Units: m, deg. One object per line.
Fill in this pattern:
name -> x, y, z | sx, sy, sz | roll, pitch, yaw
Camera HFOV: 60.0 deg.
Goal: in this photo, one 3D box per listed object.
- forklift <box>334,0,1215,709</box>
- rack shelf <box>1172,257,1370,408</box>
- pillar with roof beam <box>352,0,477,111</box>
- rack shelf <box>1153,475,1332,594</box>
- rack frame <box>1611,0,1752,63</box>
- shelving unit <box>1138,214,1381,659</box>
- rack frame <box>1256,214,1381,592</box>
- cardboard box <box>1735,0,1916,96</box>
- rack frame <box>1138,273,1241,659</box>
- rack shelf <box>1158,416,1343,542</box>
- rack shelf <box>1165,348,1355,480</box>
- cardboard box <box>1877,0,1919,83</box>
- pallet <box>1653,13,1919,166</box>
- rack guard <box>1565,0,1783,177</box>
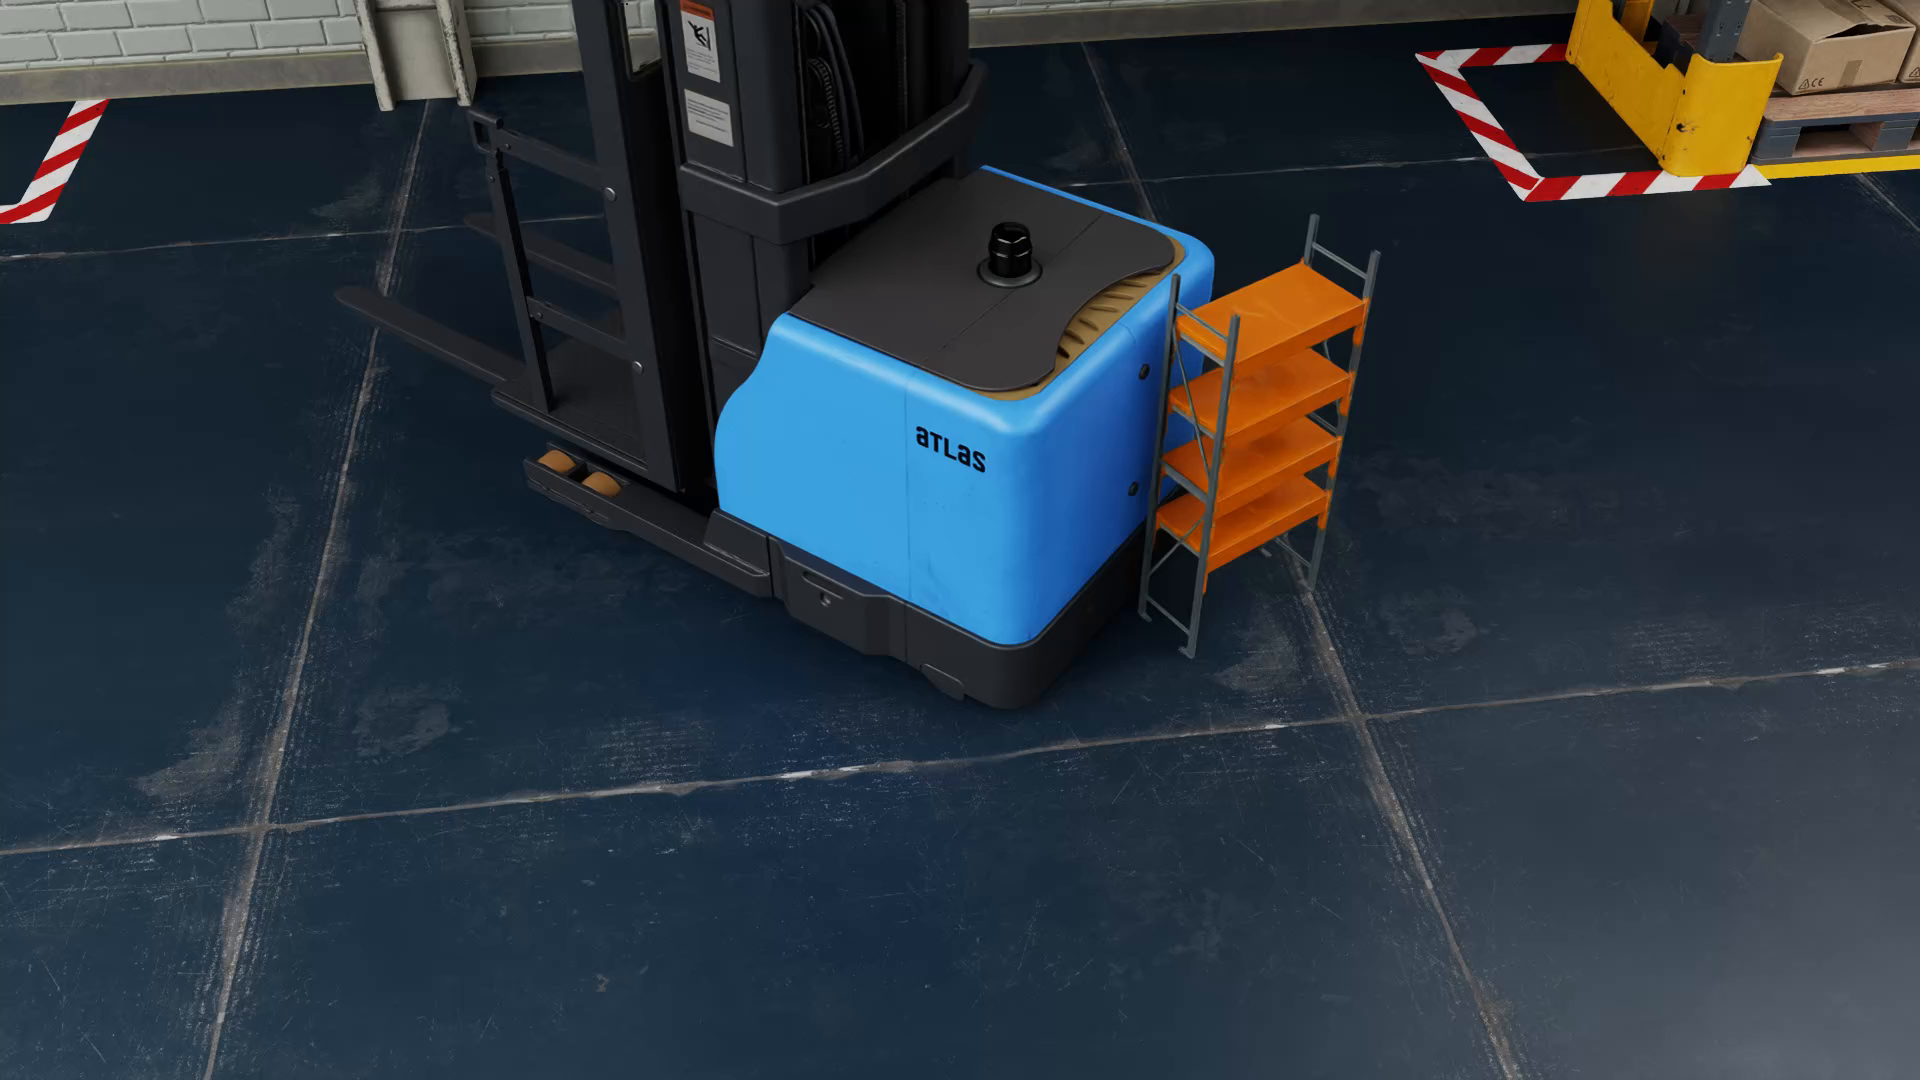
forklift -> -0.786, -1.402, 4.616 | 3.031, 2.935, 1.130 | 25, 48, 25
rack shelf -> 0.809, -0.551, 4.378 | 0.480, 0.148, 0.258 | -26, 48, -26
pillar with roof beam -> -1.829, -2.500, 1.303 | 0.400, 9.000, 9.100 | -5, 42, -6
rack shelf -> 0.809, -0.062, 4.820 | 0.480, 0.148, 0.258 | -26, 48, -26
rack frame -> 2.981, -3.017, 6.355 | 0.127, 3.000, 1.000 | -5, 42, -6
shelving unit -> 0.809, -0.259, 4.642 | 0.503, 1.200, 0.258 | -26, 48, -26
rack frame -> 1.006, -0.355, 4.748 | 0.015, 1.200, 0.240 | -26, 48, -26
cardboard box -> 3.678, -2.182, 7.109 | 0.500, 0.311, 0.500 | -9, 43, -10
rack frame -> 0.611, -0.164, 4.535 | 0.015, 1.200, 0.240 | -26, 48, -26
rack shelf -> 0.809, -0.209, 4.687 | 0.480, 0.148, 0.258 | -26, 48, -26
rack shelf -> 0.809, -0.375, 4.537 | 0.480, 0.148, 0.258 | -26, 48, -26
cardboard box -> 4.244, -2.231, 7.163 | 0.500, 0.311, 0.500 | -2, 42, -2
pallet -> 3.866, -2.035, 7.348 | 1.213, 0.211, 1.003 | -5, 42, -6
rack guard -> 3.056, -2.095, 7.200 | 0.348, 0.500, 1.175 | -5, 42, -6
